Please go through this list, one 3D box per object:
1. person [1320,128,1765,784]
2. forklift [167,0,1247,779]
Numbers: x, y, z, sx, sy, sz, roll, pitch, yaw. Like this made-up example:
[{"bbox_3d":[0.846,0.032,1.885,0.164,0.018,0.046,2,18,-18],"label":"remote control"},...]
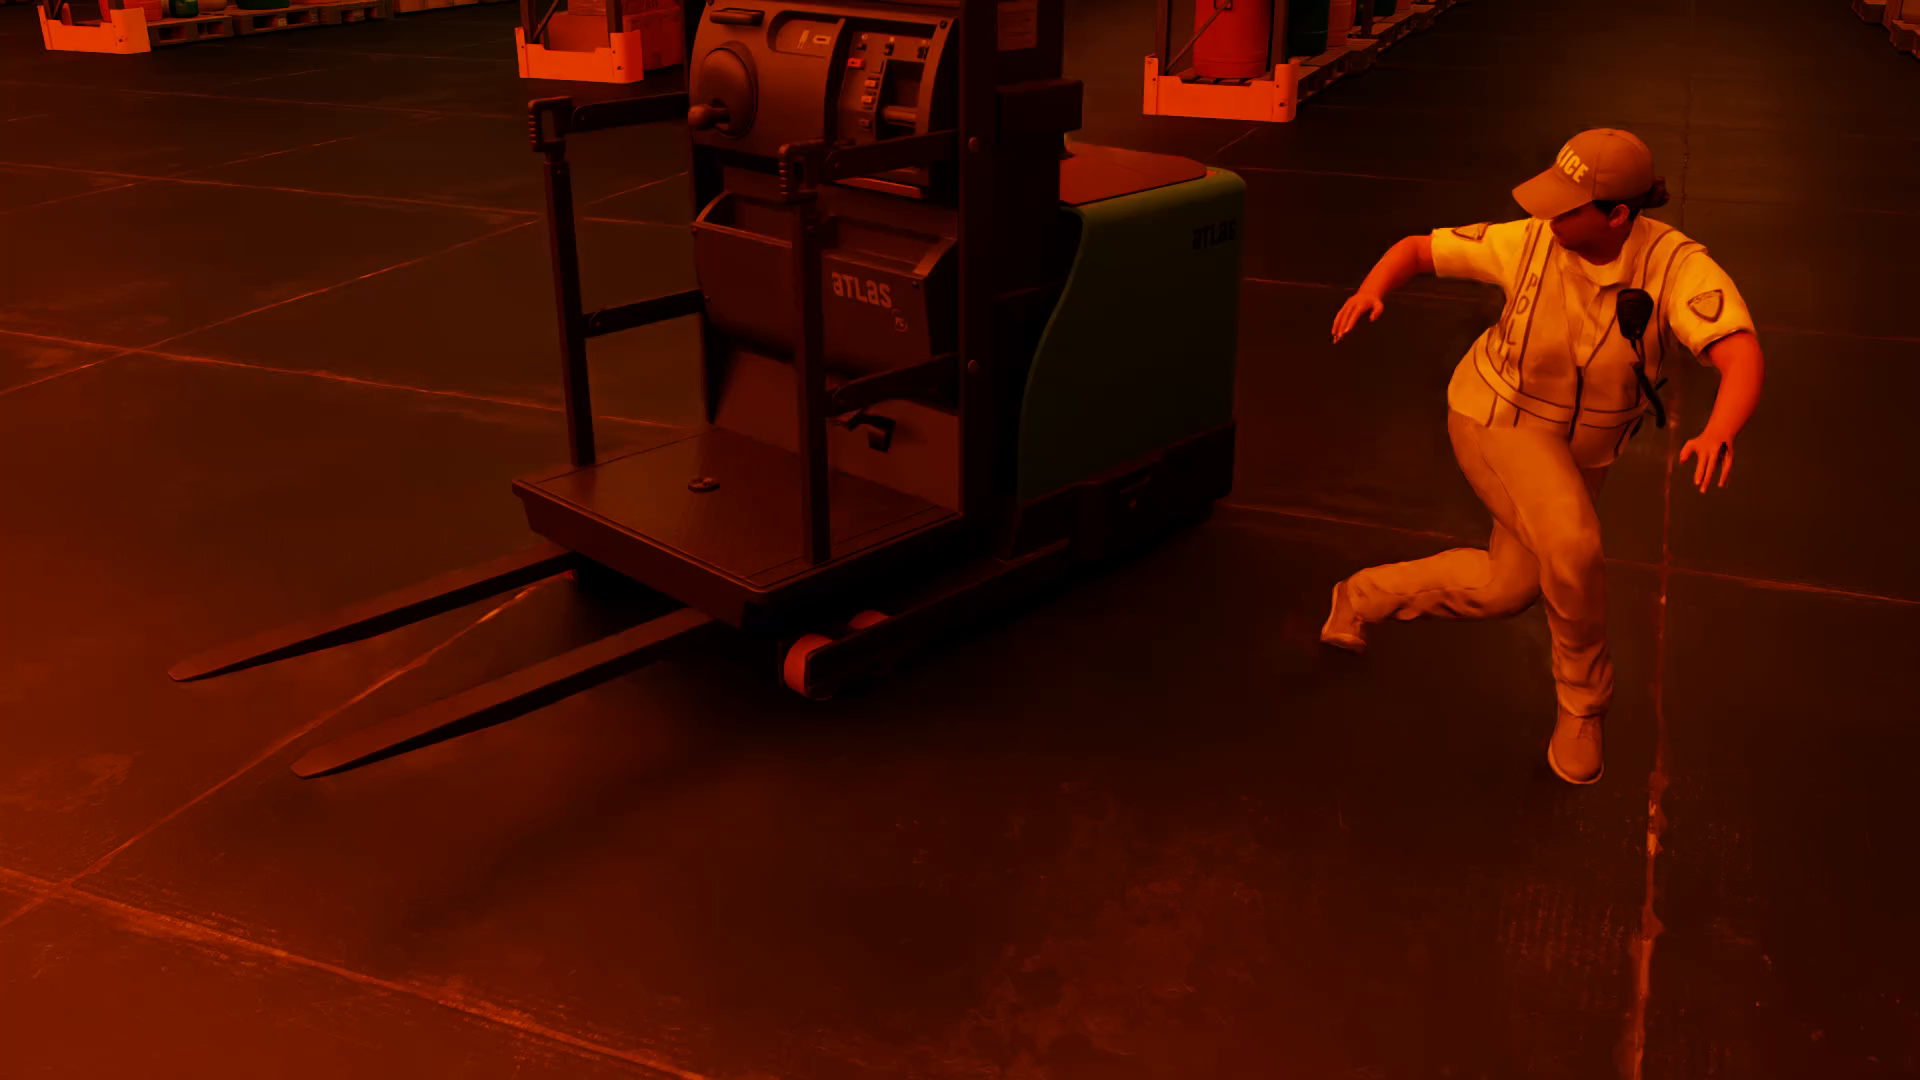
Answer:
[{"bbox_3d":[1.233,-0.189,3.720,0.836,1.437,1.081,-2,23,-5],"label":"person"},{"bbox_3d":[-0.518,-1.175,4.102,1.130,2.935,3.031,20,30,40],"label":"forklift"}]
